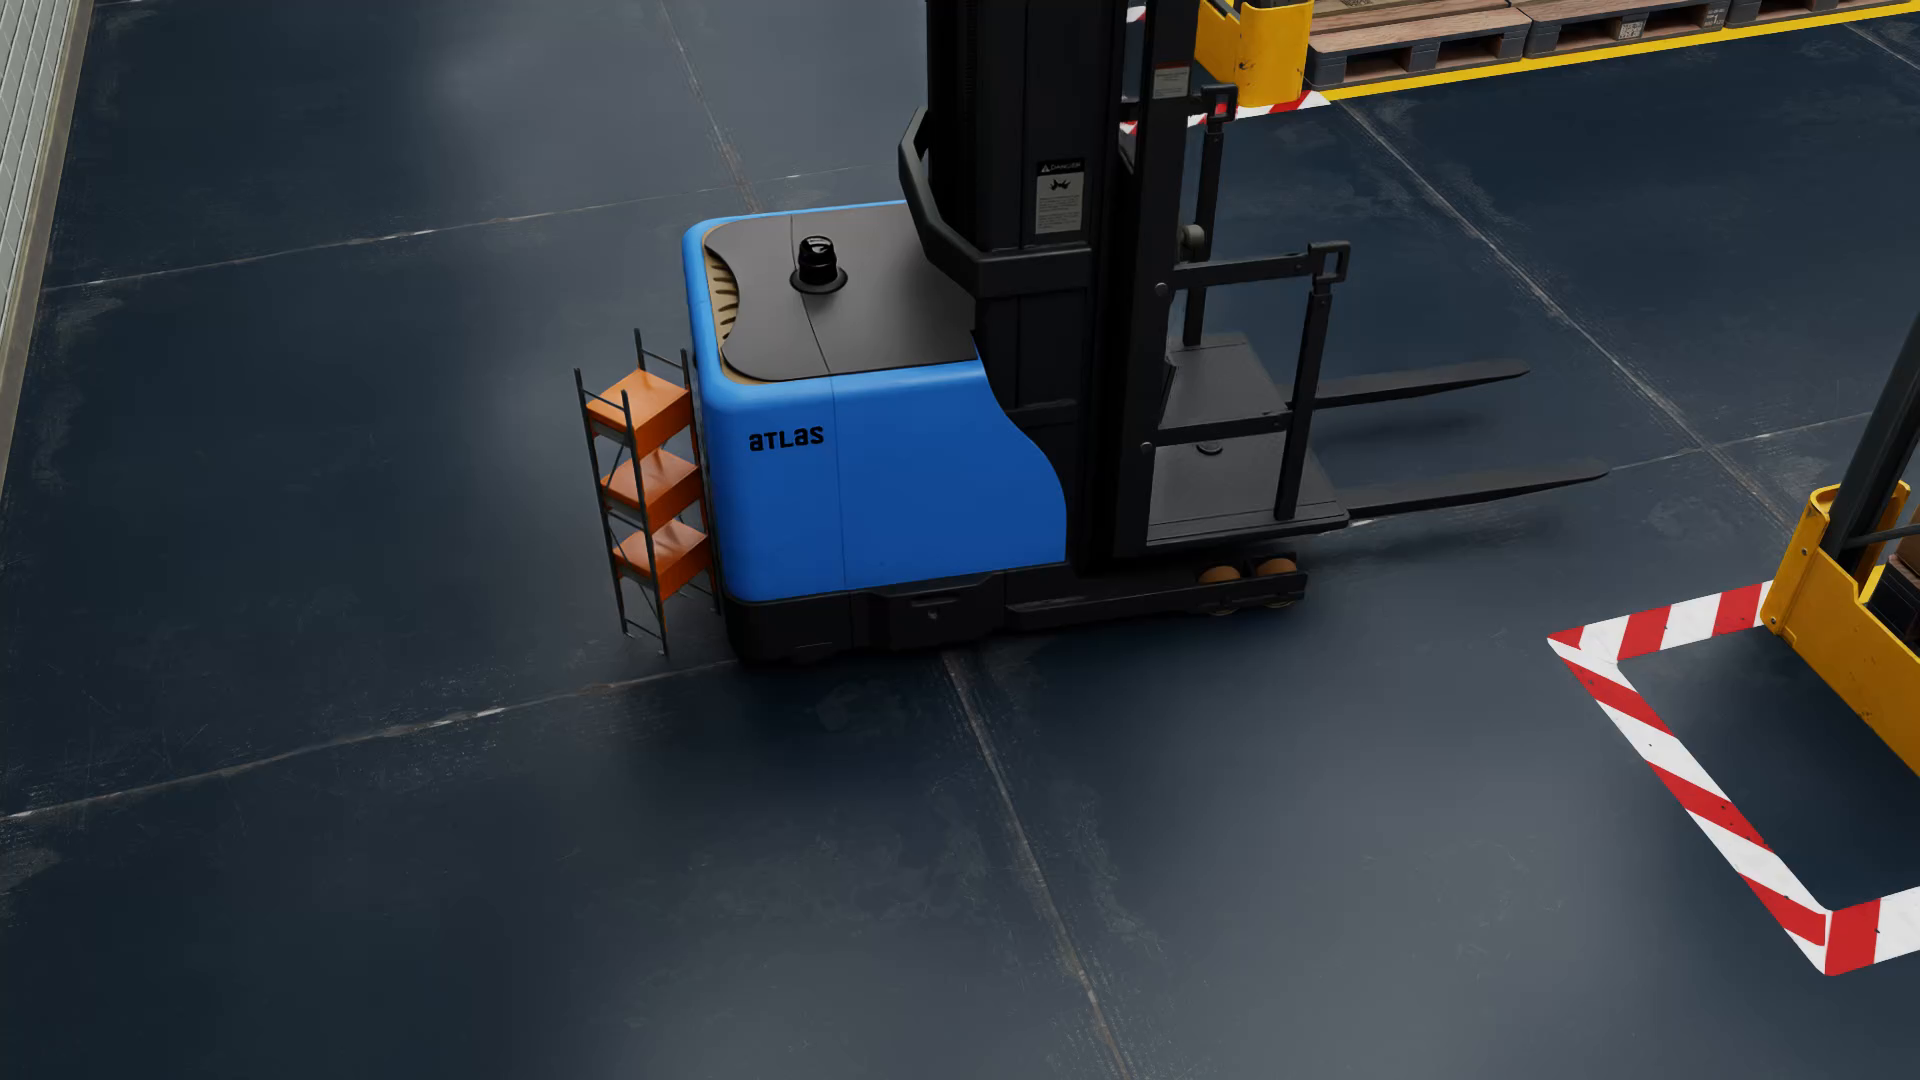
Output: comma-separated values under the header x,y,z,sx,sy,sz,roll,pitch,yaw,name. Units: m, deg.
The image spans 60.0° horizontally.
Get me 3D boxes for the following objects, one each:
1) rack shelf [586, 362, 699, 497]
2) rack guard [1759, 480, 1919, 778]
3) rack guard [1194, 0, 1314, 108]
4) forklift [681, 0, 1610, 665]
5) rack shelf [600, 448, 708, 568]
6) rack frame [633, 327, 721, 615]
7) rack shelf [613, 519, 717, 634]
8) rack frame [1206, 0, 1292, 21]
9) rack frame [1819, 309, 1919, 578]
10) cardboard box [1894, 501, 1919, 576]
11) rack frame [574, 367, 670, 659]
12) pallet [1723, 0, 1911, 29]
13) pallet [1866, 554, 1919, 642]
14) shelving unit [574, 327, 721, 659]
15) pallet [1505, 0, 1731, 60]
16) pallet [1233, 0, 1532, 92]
x,y,z,sx,sy,sz,roll,pitch,yaw,name
-0.941,-0.328,4.912,0.215,0.259,0.240,25,47,26,rack shelf
2.948,0.376,4.940,0.348,0.500,1.175,-12,42,-13,rack guard
1.372,-2.706,8.467,0.348,0.500,1.175,-12,42,-13,rack guard
0.673,-1.190,4.885,3.031,2.935,1.130,-7,42,-8,forklift
-0.941,-0.114,5.099,0.215,0.259,0.240,25,47,26,rack shelf
-0.871,-0.188,5.167,0.200,1.050,0.008,25,47,26,rack frame
-0.941,0.095,5.281,0.215,0.259,0.240,25,47,26,rack shelf
1.391,-3.660,7.659,0.127,3.000,1.000,-12,42,-13,rack frame
2.876,-0.551,4.100,0.127,3.000,1.000,-12,42,-13,rack frame
3.320,-0.037,5.078,0.500,0.500,0.500,-12,42,-13,cardboard box
-1.011,-0.056,5.016,0.200,1.050,0.008,25,47,26,rack frame
4.517,-3.231,9.287,1.213,0.211,1.003,-12,42,-13,pallet
3.708,0.327,5.216,1.213,0.211,1.003,-12,42,-13,pallet
-0.941,-0.122,5.092,0.215,1.050,0.252,25,47,26,shelving unit
3.351,-2.987,9.008,1.213,0.211,1.003,-12,42,-13,pallet
2.190,-2.748,8.735,1.213,0.211,1.003,-12,42,-13,pallet
